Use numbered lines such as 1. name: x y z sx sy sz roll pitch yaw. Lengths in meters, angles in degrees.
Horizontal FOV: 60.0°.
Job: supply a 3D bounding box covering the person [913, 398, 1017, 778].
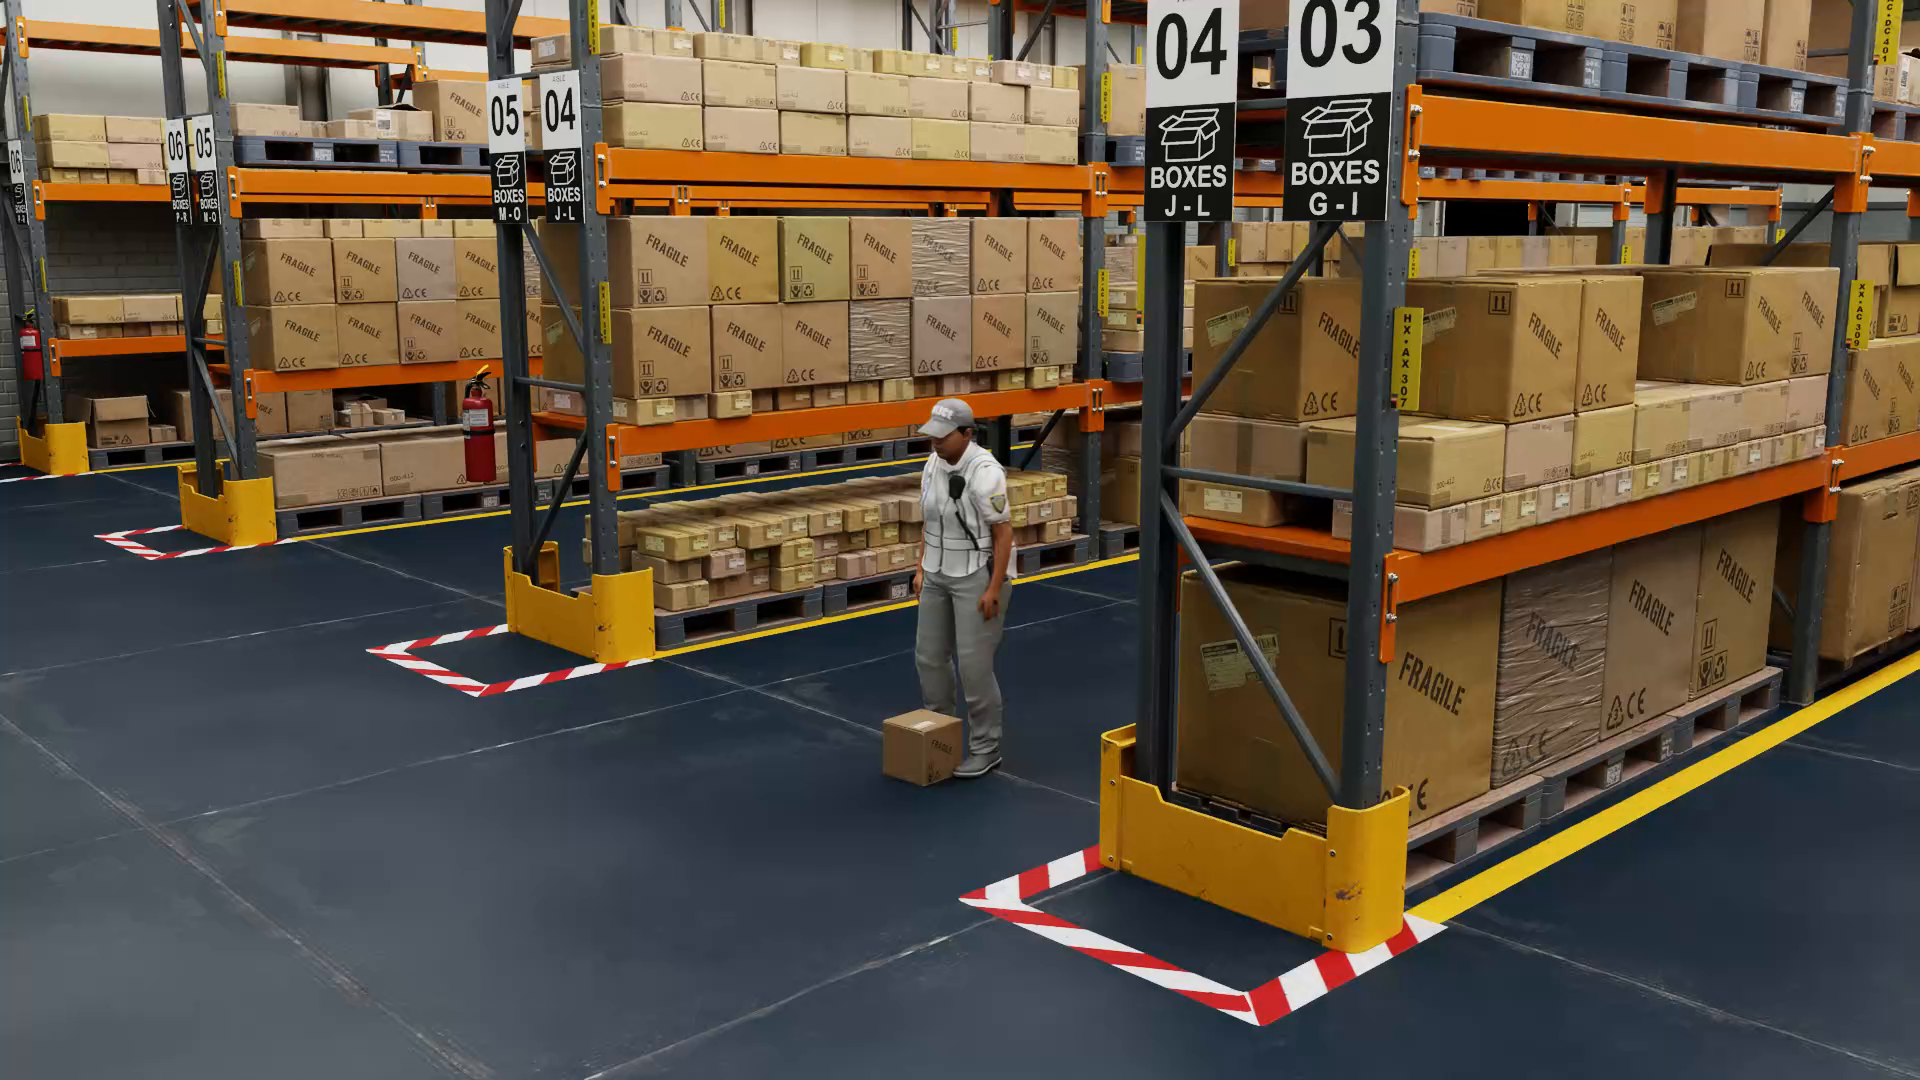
1. person: -0.012 0.193 7.380 0.471 1.666 0.543 -10 15 -43
